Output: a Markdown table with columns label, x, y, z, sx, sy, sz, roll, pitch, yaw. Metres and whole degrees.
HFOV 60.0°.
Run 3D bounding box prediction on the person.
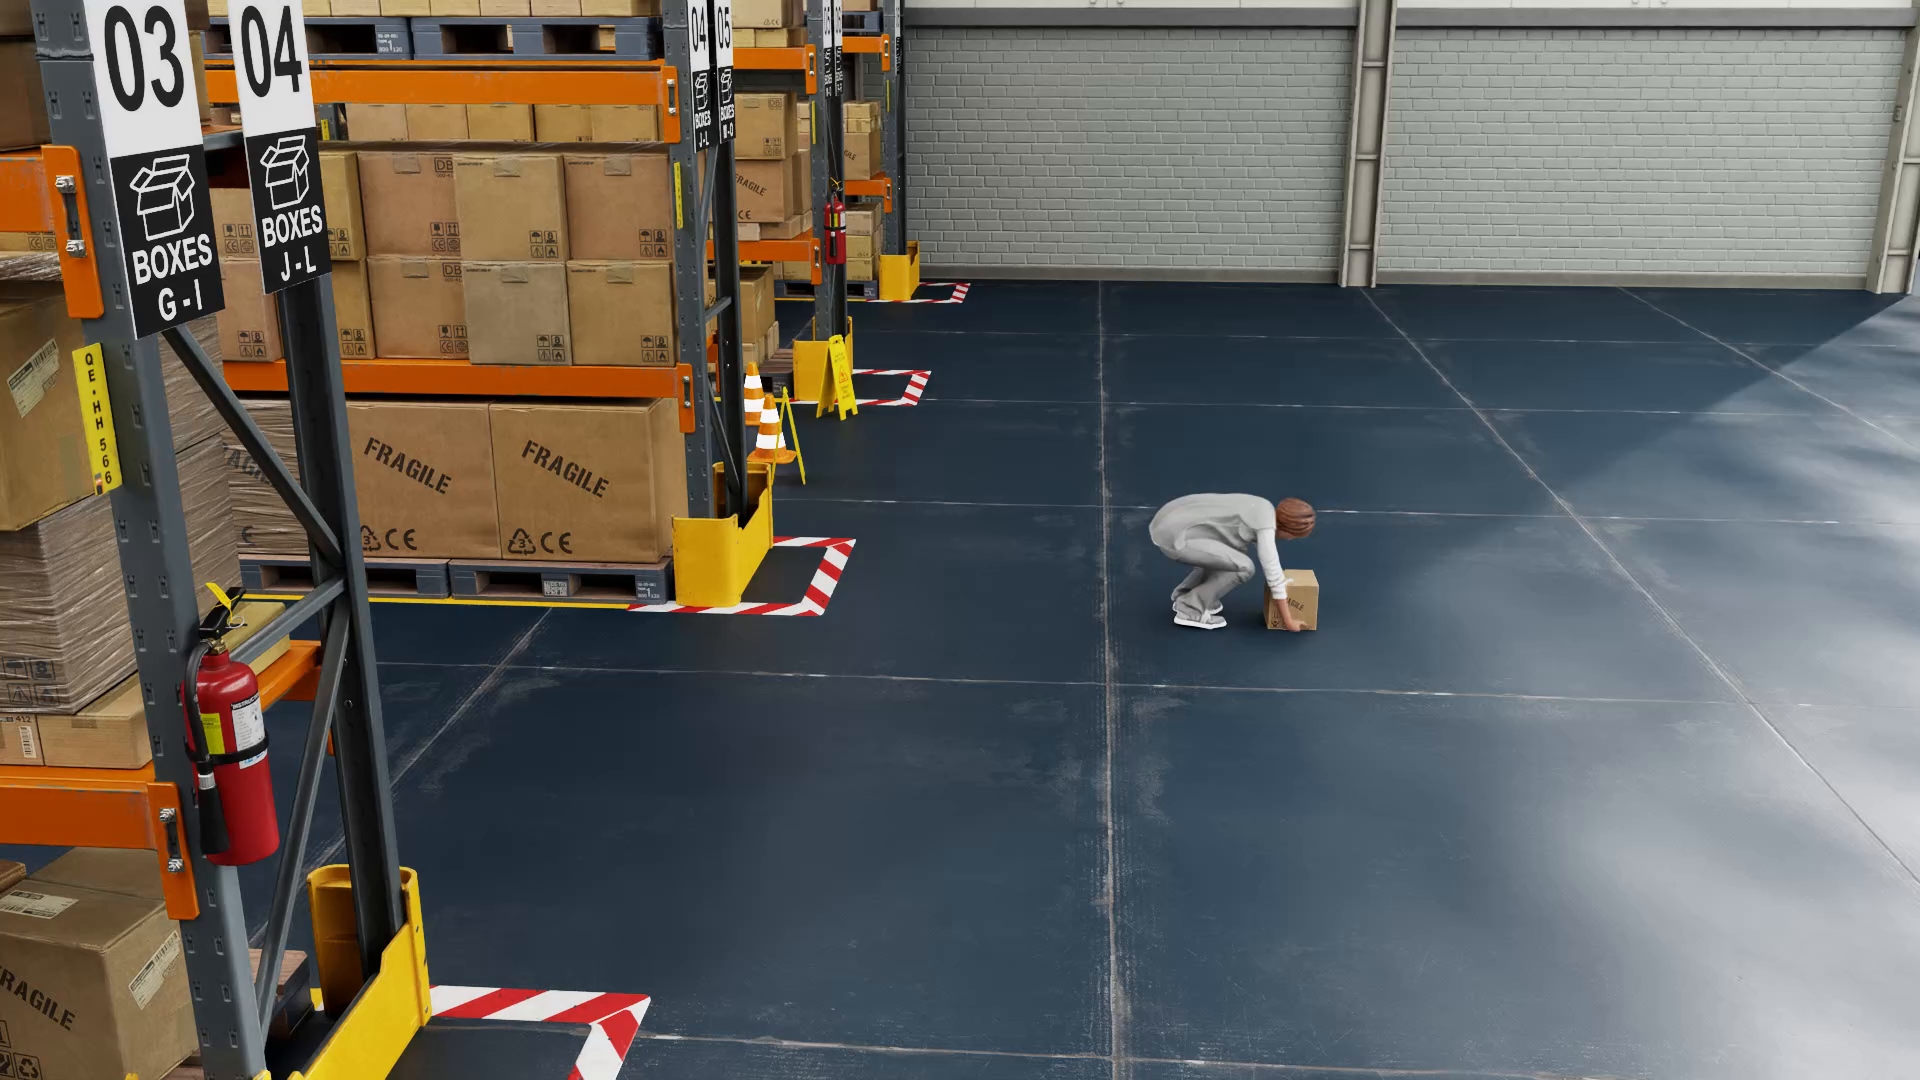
| label | x | y | z | sx | sy | sz | roll | pitch | yaw |
| --- | --- | --- | --- | --- | --- | --- | --- | --- | --- |
| person | 1.422 | 0.111 | 8.752 | 0.869 | 0.714 | 0.420 | 1 | 18 | 3 |
